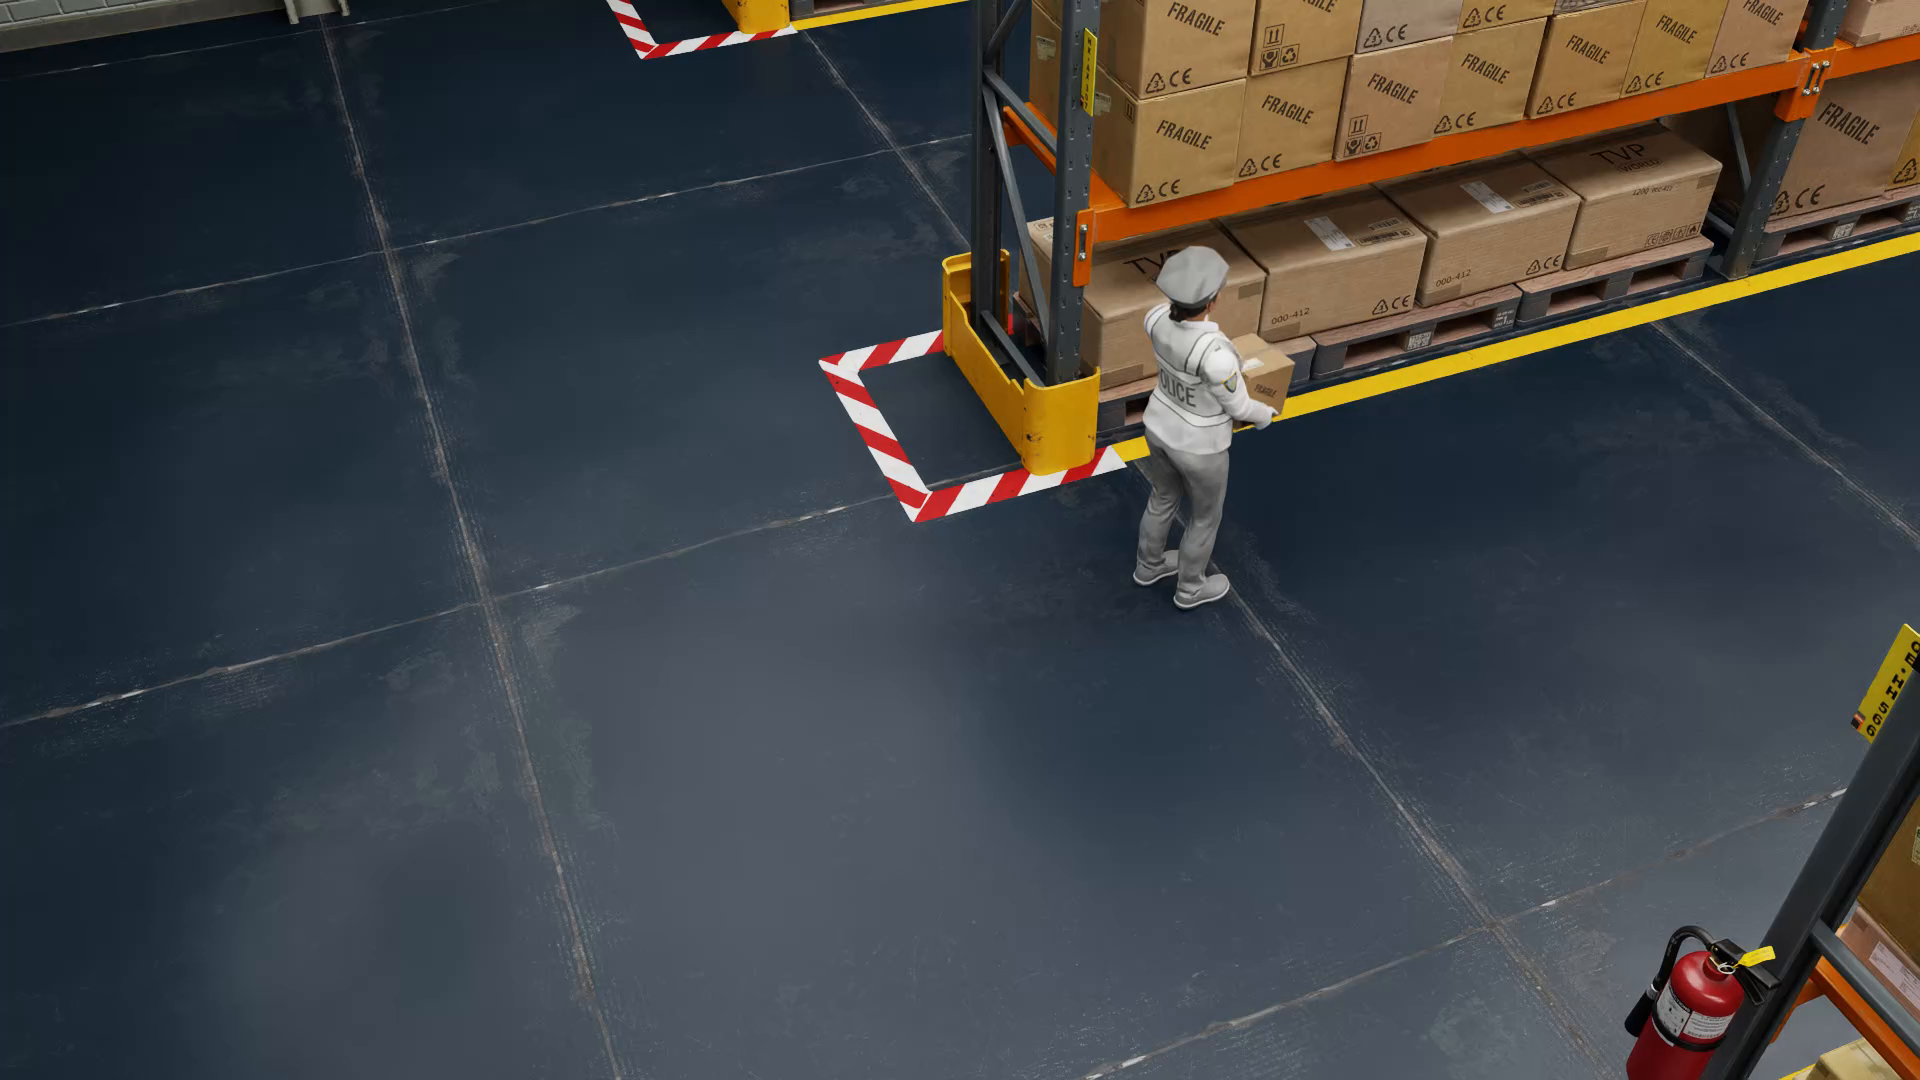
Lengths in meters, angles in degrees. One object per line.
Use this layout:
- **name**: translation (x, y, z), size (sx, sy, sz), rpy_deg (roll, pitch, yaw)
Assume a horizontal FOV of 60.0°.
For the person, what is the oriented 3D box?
- **person**: translation (0.973, -0.441, 6.633), size (0.532, 1.690, 0.459), rpy_deg (-25, 48, -25)
